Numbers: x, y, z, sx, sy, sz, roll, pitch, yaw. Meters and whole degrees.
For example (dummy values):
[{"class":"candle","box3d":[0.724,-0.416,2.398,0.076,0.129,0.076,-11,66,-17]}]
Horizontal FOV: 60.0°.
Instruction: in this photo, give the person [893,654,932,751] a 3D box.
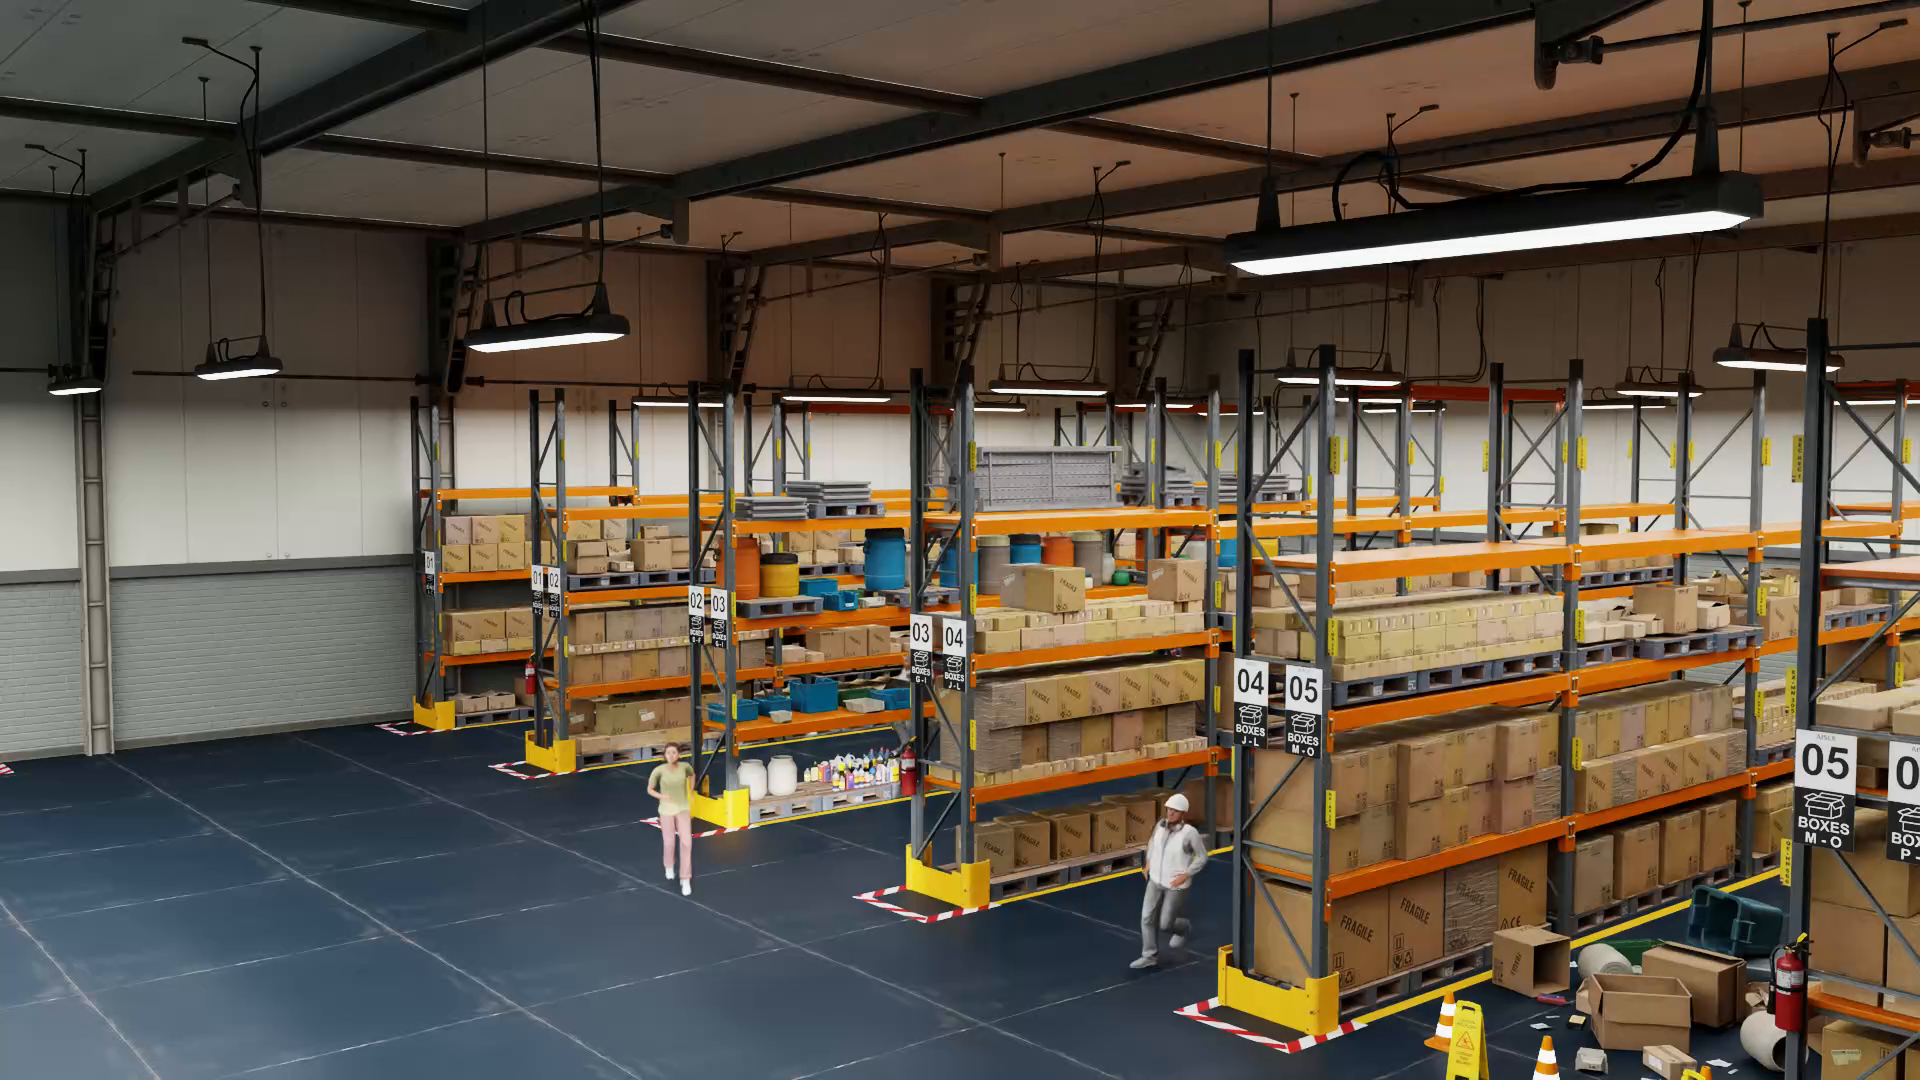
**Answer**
[{"class":"person","box3d":[-0.824,2.722,27.978,0.579,1.632,0.632,-3,5,-42]}]

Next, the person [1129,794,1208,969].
[{"class":"person","box3d":[2.128,3.342,16.366,0.713,1.732,0.756,3,5,42]}]

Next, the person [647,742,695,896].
[{"class":"person","box3d":[-3.320,3.183,19.221,0.582,1.656,0.948,-1,3,-16]}]
